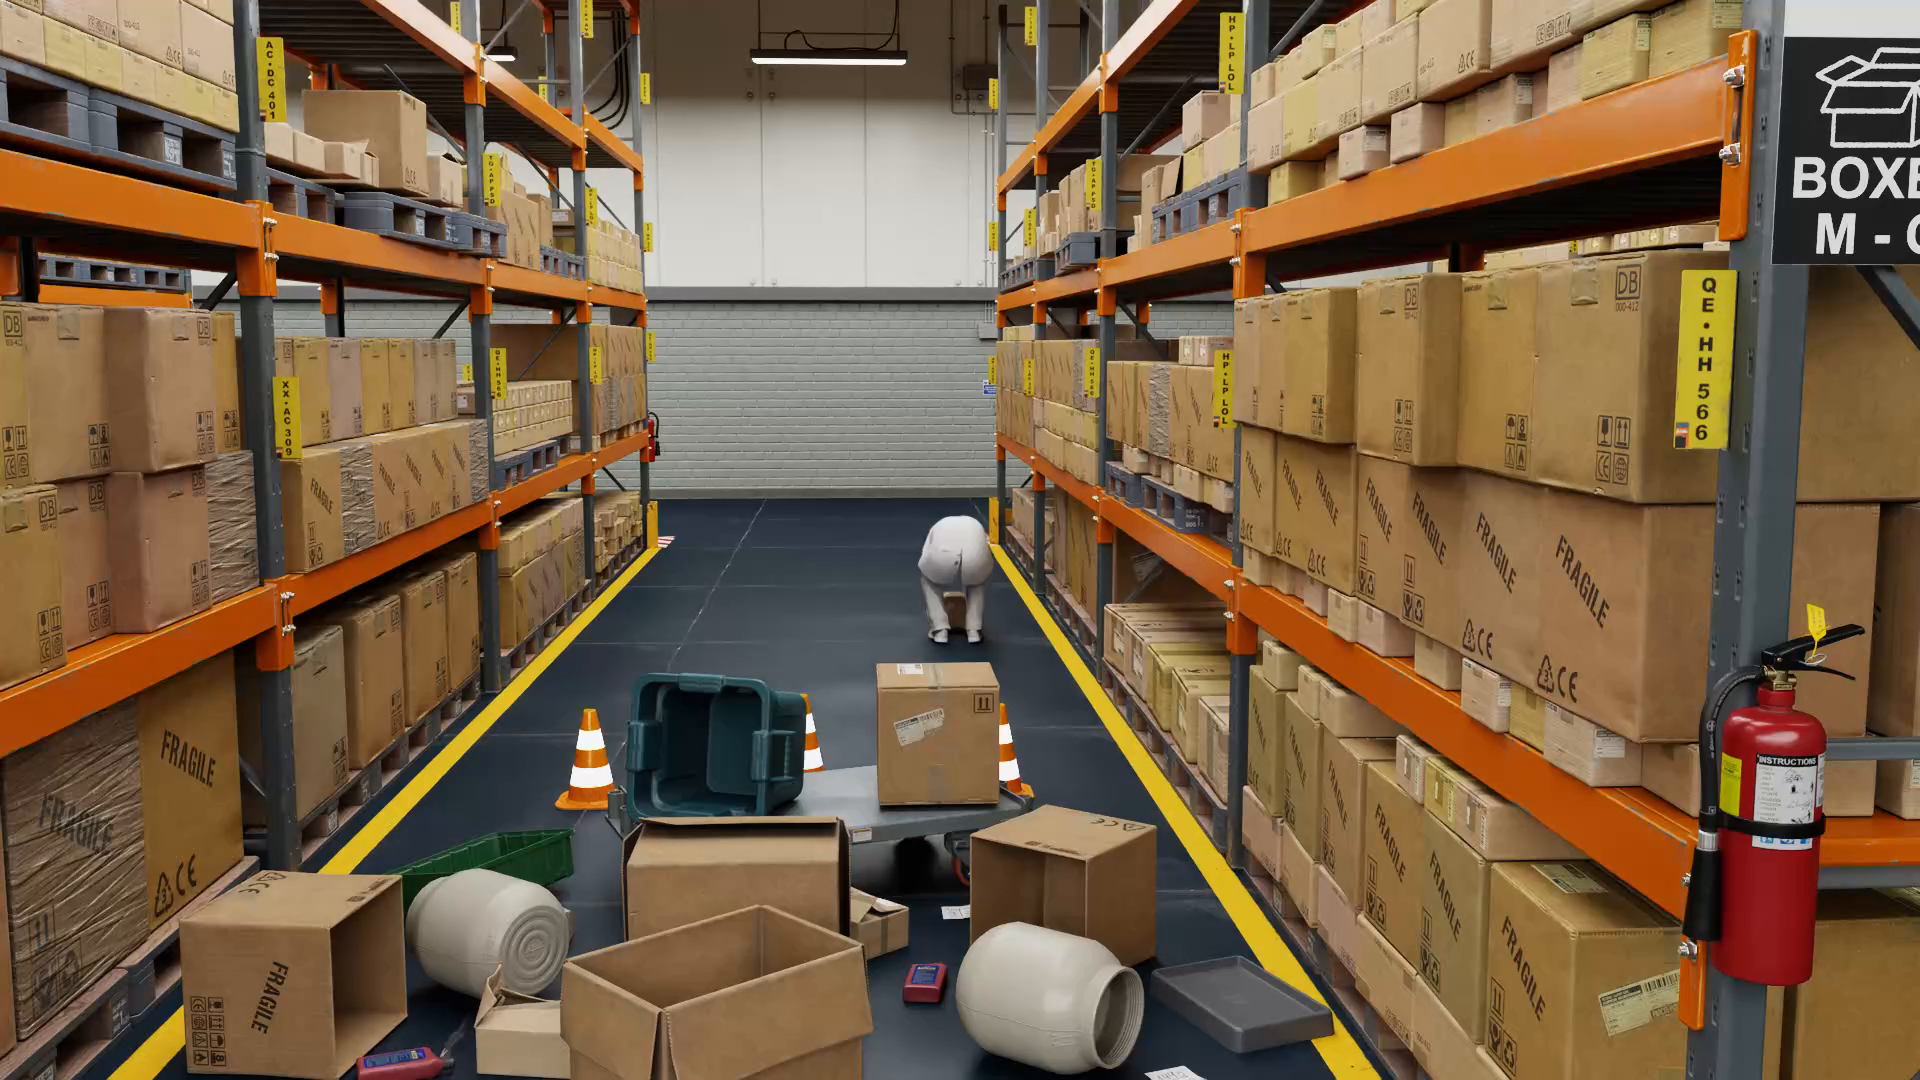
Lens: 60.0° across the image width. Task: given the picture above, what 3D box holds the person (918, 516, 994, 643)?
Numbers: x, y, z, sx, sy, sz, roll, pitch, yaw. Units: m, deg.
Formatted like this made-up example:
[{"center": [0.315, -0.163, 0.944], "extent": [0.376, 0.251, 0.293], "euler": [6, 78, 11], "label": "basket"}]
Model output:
[{"center": [-0.045, 0.274, 12.929], "extent": [0.594, 0.966, 0.944], "euler": [-1, 7, -7], "label": "person"}]
